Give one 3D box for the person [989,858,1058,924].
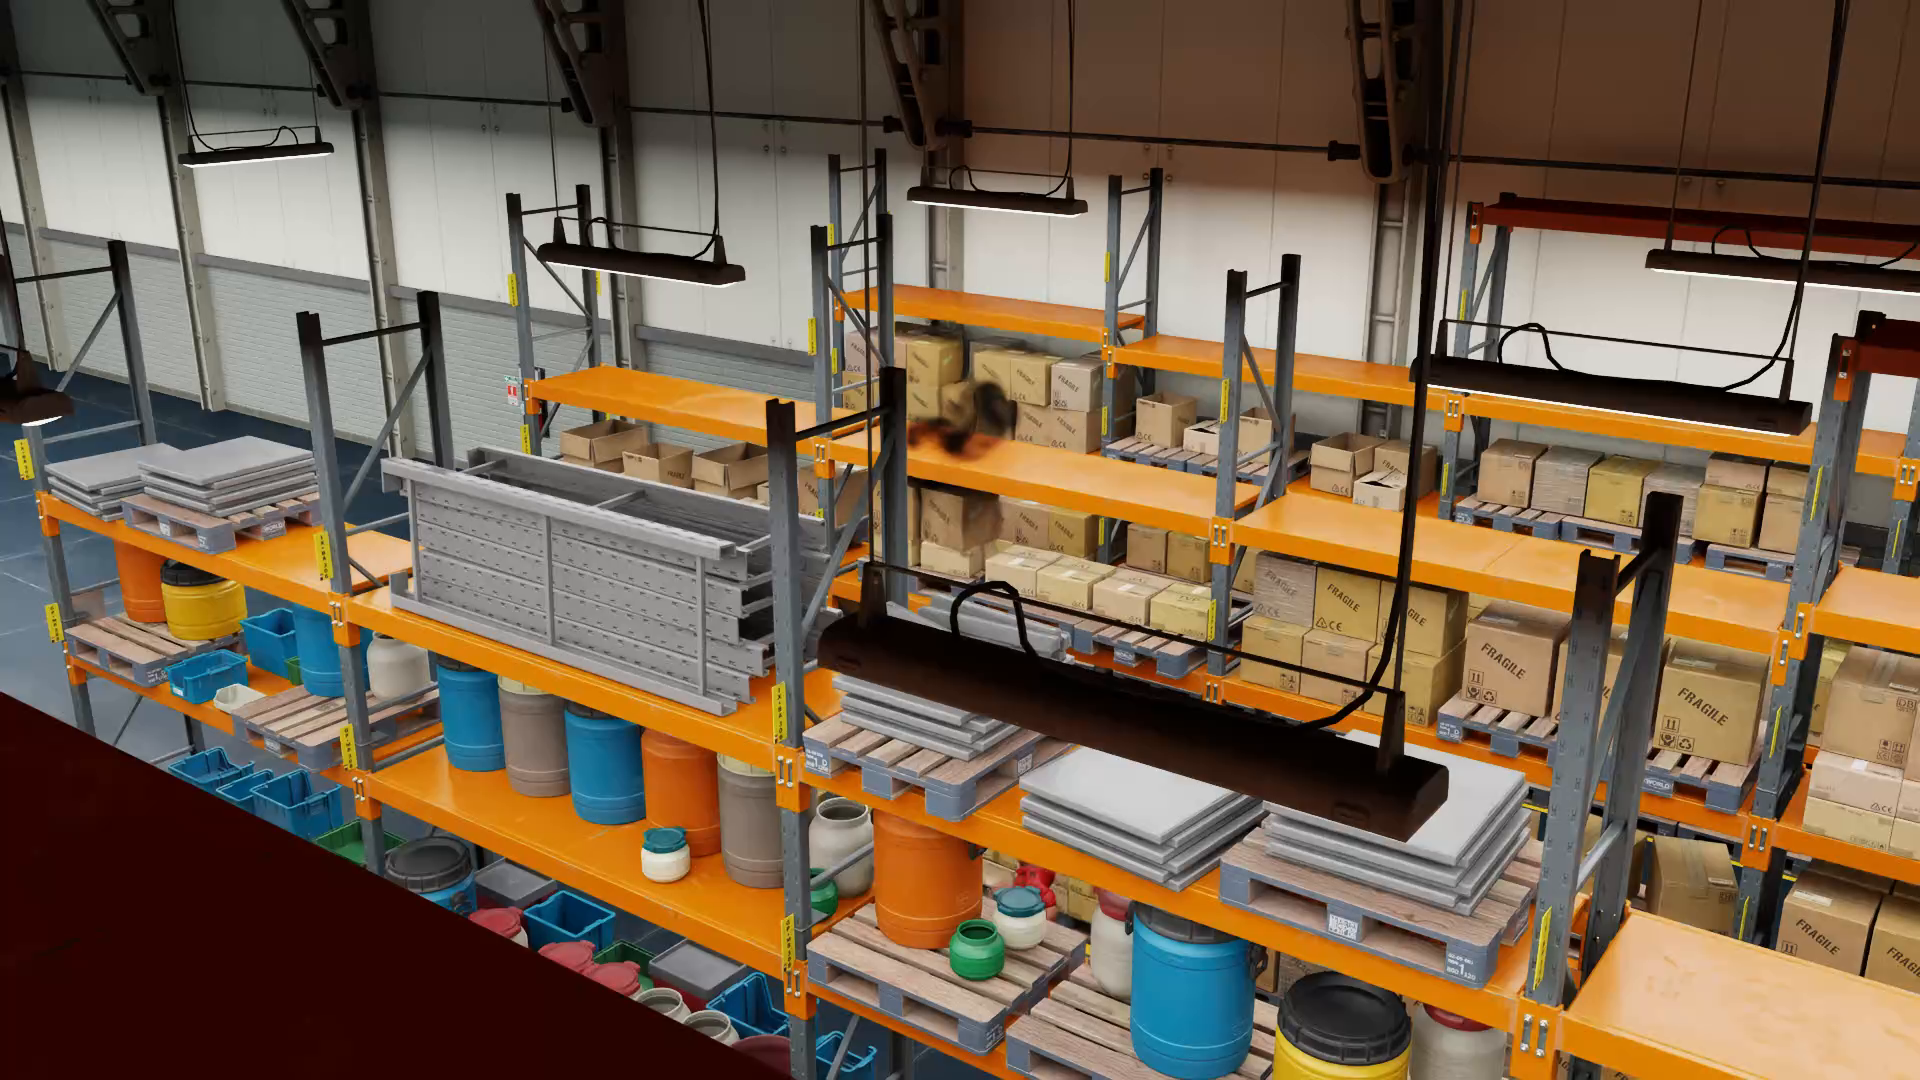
[{"bbox_3d":[0.569,3.037,12.579,0.794,1.798,0.642,8,20,24],"label":"person"}]
